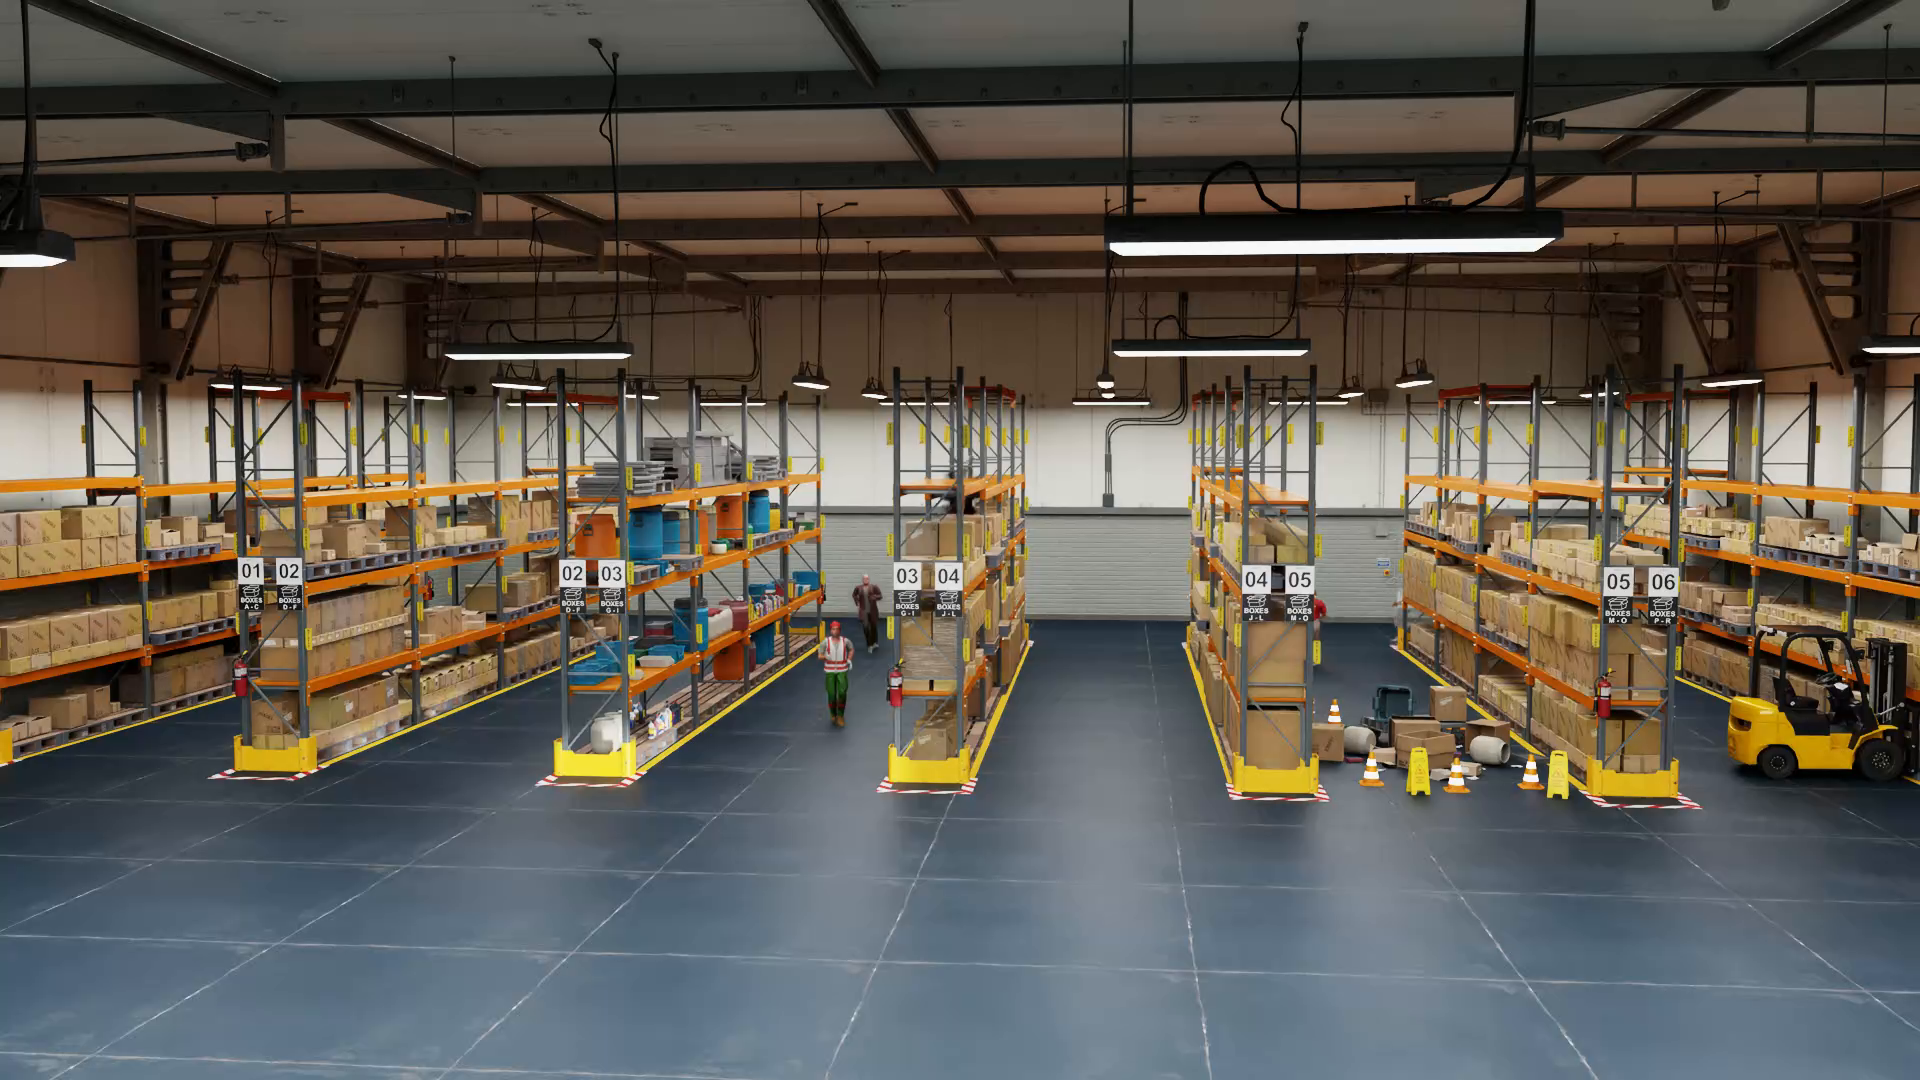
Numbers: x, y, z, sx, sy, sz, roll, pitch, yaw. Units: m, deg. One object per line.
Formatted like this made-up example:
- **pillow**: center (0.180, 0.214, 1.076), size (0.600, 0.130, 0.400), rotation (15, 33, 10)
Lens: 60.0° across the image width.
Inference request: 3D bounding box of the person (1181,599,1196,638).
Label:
- **person**: center (5.844, 1.662, 40.752), size (0.919, 1.589, 0.632), rotation (1, 4, 17)

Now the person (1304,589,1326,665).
- **person**: center (7.667, 1.891, 36.428), size (0.651, 1.688, 0.607), rotation (0, 4, -3)

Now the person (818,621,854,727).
- **person**: center (-2.142, 2.320, 28.790), size (0.632, 1.823, 0.705), rotation (0, 4, -5)

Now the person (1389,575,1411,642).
- **person**: center (10.769, 1.642, 40.324), size (0.729, 1.737, 0.749), rotation (2, 4, 25)

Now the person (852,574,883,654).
- **person**: center (-2.157, 1.702, 38.792), size (0.702, 1.823, 0.835), rotation (0, 4, -3)
